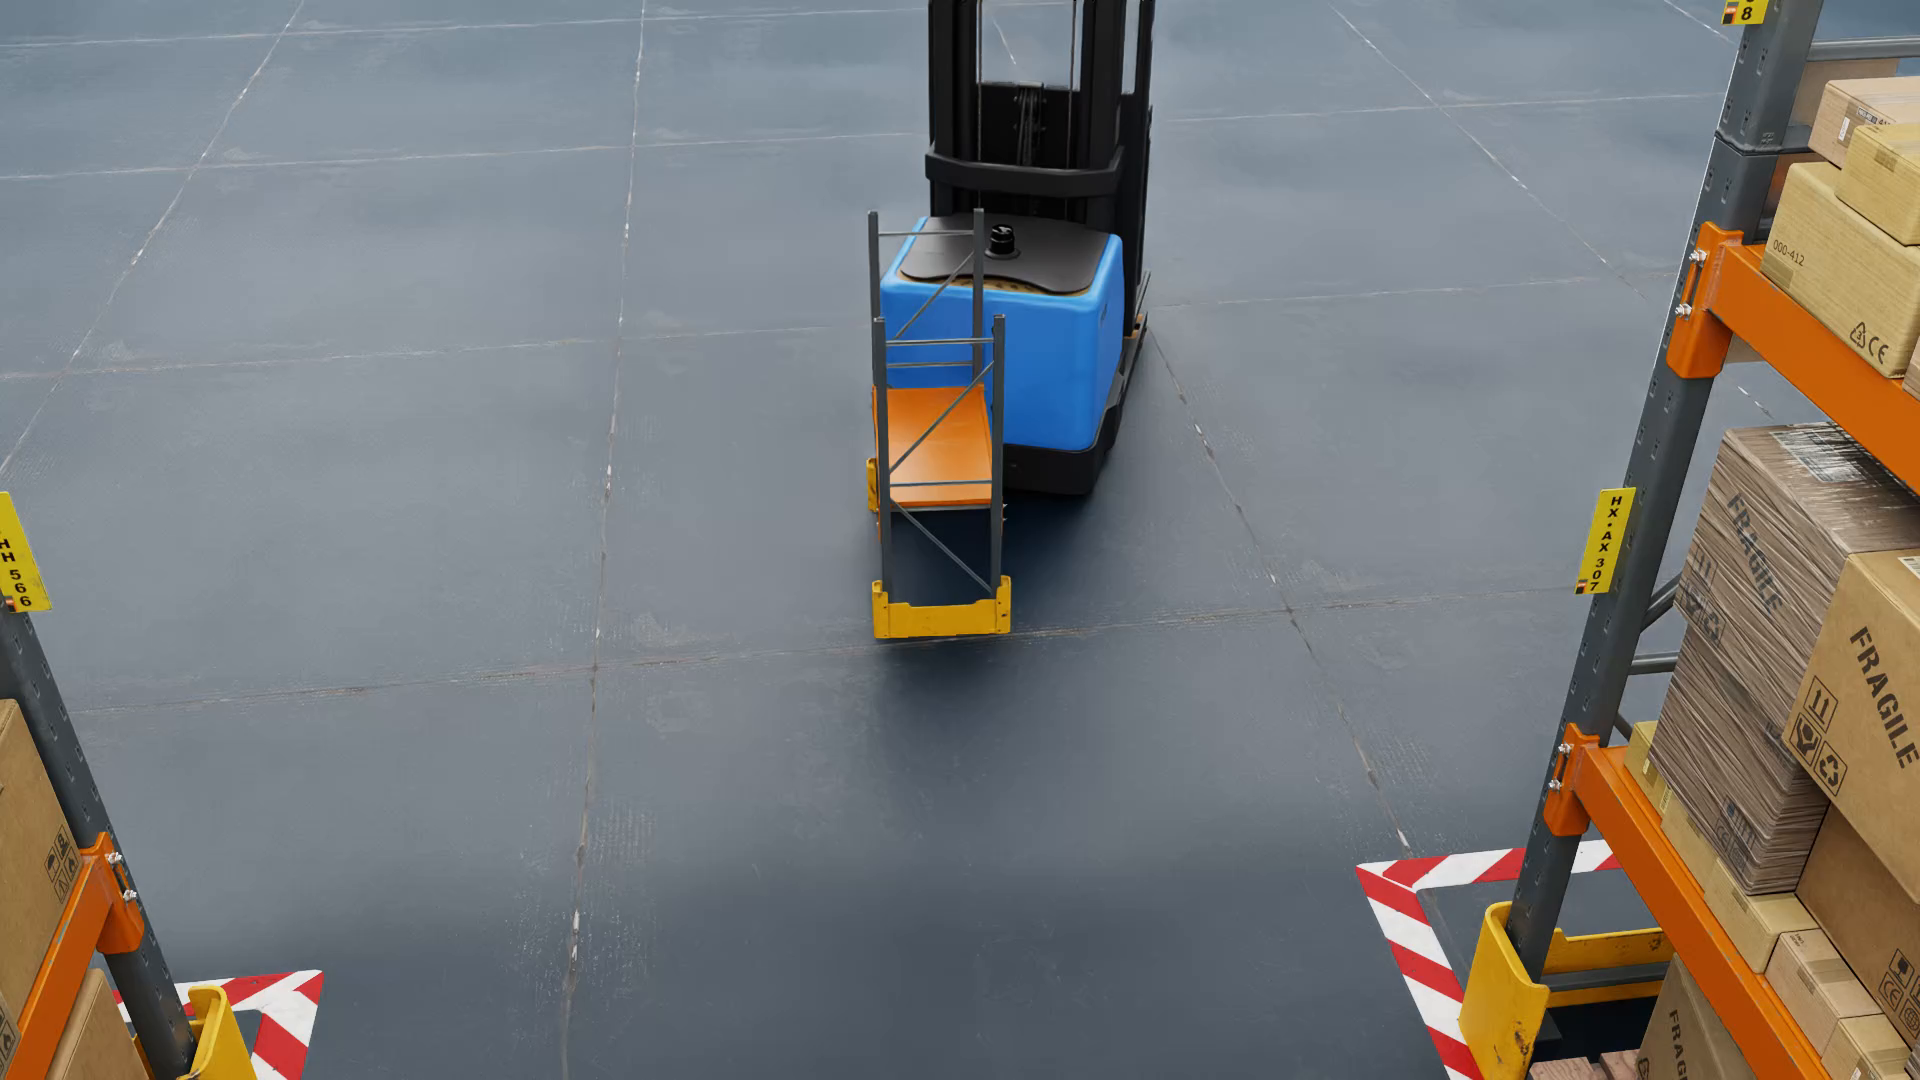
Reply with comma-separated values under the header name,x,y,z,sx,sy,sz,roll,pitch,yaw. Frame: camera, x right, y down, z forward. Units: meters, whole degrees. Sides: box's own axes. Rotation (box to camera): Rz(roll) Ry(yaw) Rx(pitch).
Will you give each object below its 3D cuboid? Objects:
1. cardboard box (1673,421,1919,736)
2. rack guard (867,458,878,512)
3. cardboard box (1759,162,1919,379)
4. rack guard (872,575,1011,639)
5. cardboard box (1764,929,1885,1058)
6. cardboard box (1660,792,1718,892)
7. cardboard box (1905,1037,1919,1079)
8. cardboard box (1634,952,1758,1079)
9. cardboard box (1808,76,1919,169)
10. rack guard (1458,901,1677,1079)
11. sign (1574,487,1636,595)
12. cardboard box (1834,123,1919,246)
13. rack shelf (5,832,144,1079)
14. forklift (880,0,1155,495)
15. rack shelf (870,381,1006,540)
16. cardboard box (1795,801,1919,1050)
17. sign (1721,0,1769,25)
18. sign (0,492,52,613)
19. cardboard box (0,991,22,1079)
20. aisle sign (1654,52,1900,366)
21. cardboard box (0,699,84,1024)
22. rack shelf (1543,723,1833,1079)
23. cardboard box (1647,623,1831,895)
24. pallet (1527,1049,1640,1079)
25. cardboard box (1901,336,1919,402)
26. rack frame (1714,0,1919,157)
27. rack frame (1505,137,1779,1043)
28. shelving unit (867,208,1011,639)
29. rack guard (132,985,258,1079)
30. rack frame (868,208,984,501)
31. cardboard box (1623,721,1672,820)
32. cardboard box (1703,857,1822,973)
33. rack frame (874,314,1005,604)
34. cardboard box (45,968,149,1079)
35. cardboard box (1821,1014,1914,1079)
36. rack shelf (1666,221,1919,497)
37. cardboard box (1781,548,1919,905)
name,x,y,z,sx,sy,sz,roll,pitch,yaw
cardboard box,2.016,0.072,3.740,0.500,0.500,0.500,-4,35,-6
rack guard,-0.146,-0.271,7.926,0.587,0.250,0.087,-2,34,-3
cardboard box,2.020,-0.567,3.388,0.500,0.250,0.500,-3,34,-5
rack guard,-0.078,0.289,7.104,0.587,0.250,0.087,-2,34,-3
cardboard box,2.101,1.022,3.809,0.380,0.149,0.250,-4,35,-6
cardboard box,2.028,0.744,4.218,0.380,0.149,0.250,-4,35,-6
cardboard box,2.469,1.019,3.238,0.875,0.500,0.500,-4,35,-6
cardboard box,2.279,1.531,4.687,0.500,0.500,0.500,2,34,2
cardboard box,2.020,-0.849,3.448,0.380,0.149,0.250,-5,35,-7
rack guard,2.222,1.397,5.256,1.175,0.500,0.348,-4,35,-6
sign,1.674,0.005,4.310,0.100,0.325,0.005,-4,35,-6
cardboard box,1.959,-0.697,3.225,0.380,0.149,0.250,-4,34,-5
rack shelf,-2.448,2.054,2.711,1.077,0.370,4.000,-4,35,-6
forklift,0.440,-2.250,8.450,1.130,2.935,3.031,7,35,10
rack shelf,-0.112,-0.364,7.272,0.538,0.185,1.000,-2,34,-3
cardboard box,2.445,0.737,3.653,0.875,0.500,0.500,-4,35,-6
sign,1.674,-1.238,3.463,0.100,0.325,0.005,-4,35,-6
sign,-2.177,0.031,3.802,0.100,0.325,0.005,-4,35,-6
cardboard box,-2.526,1.088,3.357,0.875,0.550,0.550,-4,35,-6
aisle sign,1.906,-0.764,3.899,0.394,0.787,0.004,-4,35,-6
cardboard box,-2.622,0.783,3.805,0.875,0.550,0.550,-4,35,-6
rack shelf,2.481,1.735,3.179,1.077,0.370,4.000,-4,35,-6
cardboard box,2.258,0.467,4.049,0.875,0.500,0.500,-4,35,-6
pallet,2.296,1.973,4.668,1.003,0.211,1.213,-4,35,-6
cardboard box,2.096,-0.280,2.967,0.500,0.250,0.500,-5,35,-7
rack frame,2.212,-2.157,2.925,1.000,3.000,0.127,-4,35,-6
rack frame,2.212,0.322,4.614,1.000,3.000,0.127,-4,35,-6
shelving unit,-0.112,-0.508,7.163,0.587,1.500,1.083,-2,34,-3
rack guard,-2.720,1.661,4.869,1.175,0.500,0.348,-4,35,-6
rack frame,-0.147,-0.798,7.590,0.500,1.500,0.032,-2,34,-3
cardboard box,2.014,0.603,4.425,0.380,0.149,0.250,-4,35,-6
cardboard box,2.047,0.884,4.012,0.380,0.149,0.250,-4,35,-6
rack frame,-0.077,-0.227,6.751,0.500,1.500,0.032,-2,34,-3
cardboard box,-2.560,1.719,4.078,0.875,0.875,0.875,-4,34,-6
cardboard box,2.128,1.162,3.604,0.380,0.149,0.250,-4,35,-6
rack shelf,2.481,0.496,2.334,1.077,0.370,4.000,-4,35,-6
cardboard box,2.076,0.352,3.330,0.500,0.500,0.500,-4,35,-6
